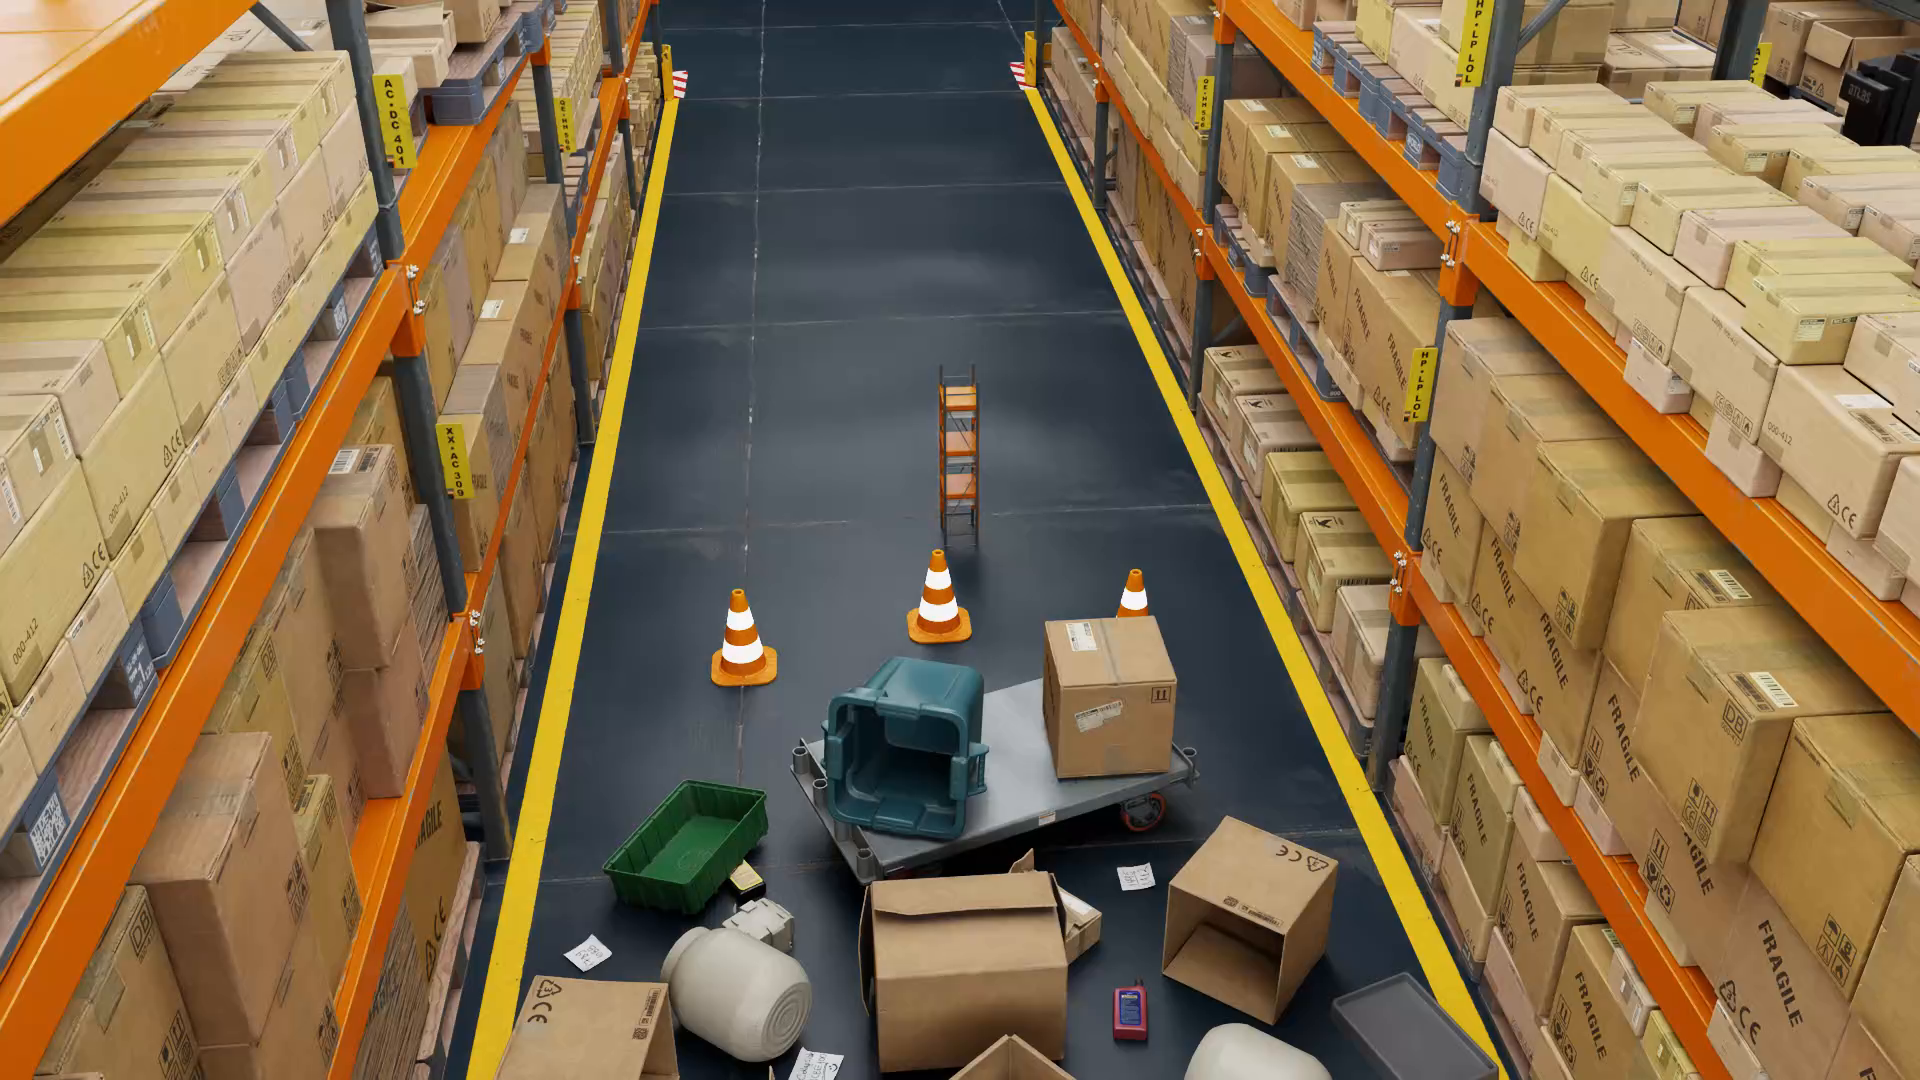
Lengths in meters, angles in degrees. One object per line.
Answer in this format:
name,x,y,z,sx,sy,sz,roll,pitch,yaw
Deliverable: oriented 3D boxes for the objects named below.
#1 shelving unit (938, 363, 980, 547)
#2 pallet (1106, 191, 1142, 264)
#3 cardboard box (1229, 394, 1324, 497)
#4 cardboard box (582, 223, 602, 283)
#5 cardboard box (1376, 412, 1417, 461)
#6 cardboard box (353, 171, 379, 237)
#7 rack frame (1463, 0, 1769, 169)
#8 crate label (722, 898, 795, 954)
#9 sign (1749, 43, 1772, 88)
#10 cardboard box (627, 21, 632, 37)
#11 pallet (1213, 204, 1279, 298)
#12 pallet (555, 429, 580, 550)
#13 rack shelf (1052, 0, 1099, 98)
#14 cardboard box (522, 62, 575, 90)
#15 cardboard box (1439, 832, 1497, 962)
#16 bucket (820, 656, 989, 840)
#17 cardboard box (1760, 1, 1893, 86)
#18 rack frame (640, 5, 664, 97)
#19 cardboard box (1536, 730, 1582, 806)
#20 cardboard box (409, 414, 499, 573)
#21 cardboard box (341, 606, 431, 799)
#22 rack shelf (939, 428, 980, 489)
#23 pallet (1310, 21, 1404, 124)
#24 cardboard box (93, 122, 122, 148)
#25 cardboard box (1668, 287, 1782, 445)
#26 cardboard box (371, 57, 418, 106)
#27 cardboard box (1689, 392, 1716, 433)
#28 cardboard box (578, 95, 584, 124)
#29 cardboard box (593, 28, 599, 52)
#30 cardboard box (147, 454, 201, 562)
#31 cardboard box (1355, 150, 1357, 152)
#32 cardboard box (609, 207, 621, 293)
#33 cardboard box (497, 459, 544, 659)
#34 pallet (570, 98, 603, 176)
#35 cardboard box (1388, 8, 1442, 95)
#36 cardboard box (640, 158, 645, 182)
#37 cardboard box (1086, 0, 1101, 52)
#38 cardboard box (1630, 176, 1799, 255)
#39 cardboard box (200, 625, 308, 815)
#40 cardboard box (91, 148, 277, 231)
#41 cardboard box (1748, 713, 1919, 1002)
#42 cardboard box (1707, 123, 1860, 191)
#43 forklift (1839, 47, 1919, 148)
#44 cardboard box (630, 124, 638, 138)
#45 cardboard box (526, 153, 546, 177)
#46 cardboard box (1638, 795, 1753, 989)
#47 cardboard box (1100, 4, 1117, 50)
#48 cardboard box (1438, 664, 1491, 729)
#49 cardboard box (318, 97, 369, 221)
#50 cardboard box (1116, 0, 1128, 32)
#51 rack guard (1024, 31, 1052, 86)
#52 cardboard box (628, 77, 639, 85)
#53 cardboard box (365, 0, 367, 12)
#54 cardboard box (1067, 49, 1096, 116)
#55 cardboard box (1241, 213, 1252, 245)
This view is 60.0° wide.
shelving unit,-0.005,-0.478,9.527,0.215,1.050,0.252,-3,31,-5
pallet,1.820,-2.655,13.990,1.003,0.211,1.213,-3,31,-5
cardboard box,2.166,-0.588,9.962,0.950,0.372,0.625,-3,31,-6
cardboard box,-2.743,-1.964,11.409,0.500,0.250,0.500,-3,31,-5
cardboard box,2.097,-0.480,7.465,0.380,0.149,0.250,-2,31,-4
cardboard box,-2.146,-1.102,5.483,0.380,0.149,0.250,-3,31,-5
rack frame,2.420,-2.734,5.552,1.000,3.000,0.127,-3,31,-5
crate label,-0.841,1.624,6.898,0.250,0.136,0.298,27,40,37
sign,2.960,-1.698,6.239,0.100,0.325,0.005,-3,31,-5
cardboard box,-3.100,-4.540,14.670,0.380,0.149,0.250,-2,31,-4
pallet,2.219,-1.760,9.958,1.213,0.211,1.003,-3,31,-5
pallet,-2.874,-0.309,10.061,1.003,0.211,1.213,-3,31,-5
rack shelf,1.486,-4.955,15.822,1.077,0.370,4.000,-3,31,-5
cardboard box,-2.847,-3.156,11.364,0.380,0.149,0.250,-2,31,-3
cardboard box,2.267,1.428,6.706,0.500,0.250,0.500,-1,31,-2
bucket,-0.191,0.842,7.125,0.726,0.611,0.620,8,22,13
cardboard box,6.558,-3.783,12.651,0.700,0.500,0.500,-3,31,-5
rack frame,-3.620,-5.996,16.864,1.000,3.000,0.127,-3,31,-5
cardboard box,2.240,0.779,5.766,0.380,0.149,0.250,-3,31,-4
cardboard box,-2.280,-0.194,7.052,0.500,0.500,0.500,-2,31,-4
cardboard box,-2.379,0.533,5.786,0.875,0.550,0.550,-3,31,-5
rack shelf,-0.005,-0.469,9.532,0.215,0.259,0.240,-3,31,-5
pallet,2.368,-2.215,7.792,1.213,0.211,1.003,-3,31,-5
cardboard box,-2.778,-1.283,5.008,0.380,0.149,0.250,-3,31,-5
cardboard box,2.329,-0.495,4.585,0.500,0.250,0.500,-2,31,-4
cardboard box,-2.349,-1.814,6.675,0.250,0.149,0.380,-3,31,-5
cardboard box,2.348,-0.379,4.779,0.380,0.149,0.250,-3,31,-4
cardboard box,-2.862,-3.032,11.737,0.380,0.149,0.250,-4,31,-6
cardboard box,-2.987,-3.826,12.776,0.380,0.149,0.250,-3,31,-4
cardboard box,-1.956,-0.065,3.747,0.380,0.149,0.250,-3,31,-5
cardboard box,2.425,-2.069,9.492,0.500,0.500,0.500,-3,31,-5
cardboard box,-2.835,-2.172,12.488,0.500,0.500,0.500,-3,31,-6
cardboard box,-2.733,0.110,8.424,1.050,0.750,0.750,-3,31,-5
pallet,-3.098,-2.838,11.764,1.003,0.211,1.213,-3,31,-5
cardboard box,2.179,-2.112,7.172,0.500,0.250,0.500,-2,31,-4
cardboard box,-2.985,-3.248,14.633,0.380,0.149,0.250,-2,31,-3
cardboard box,1.375,-4.510,14.279,0.500,0.500,0.500,-2,31,-4
cardboard box,2.265,-0.978,5.005,0.380,0.149,0.250,-4,31,-6
cardboard box,-2.361,0.620,4.588,0.875,0.550,0.500,-3,31,-5
cardboard box,-2.052,-0.927,4.411,0.380,0.149,0.250,-3,31,-4
cardboard box,2.489,0.775,4.165,0.700,0.500,0.500,-2,31,-4
cardboard box,2.703,-1.263,5.482,0.380,0.149,0.250,-2,31,-3
forklift,4.877,-0.814,8.255,1.130,2.935,3.031,-3,31,-5
cardboard box,-3.158,-3.766,15.210,0.380,0.149,0.250,-1,31,-2
cardboard box,-2.718,-2.368,10.335,0.380,0.149,0.250,-1,31,-2
cardboard box,2.383,0.938,4.867,0.500,0.500,0.500,-3,31,-5
cardboard box,1.433,-4.155,13.440,0.500,0.250,0.500,-4,31,-6
cardboard box,2.158,0.622,6.691,0.380,0.149,0.250,-2,31,-4
cardboard box,-2.197,-1.205,5.266,0.500,0.250,0.500,-3,31,-5
cardboard box,1.503,-4.218,12.814,0.500,0.500,0.500,-3,31,-5
rack guard,1.297,-5.224,18.009,1.175,0.500,0.348,-3,31,-5
cardboard box,-3.245,-4.283,15.786,0.380,0.149,0.250,-4,31,-6
cardboard box,-2.929,-2.487,7.643,0.500,0.311,0.500,-3,31,-5
cardboard box,1.554,-4.566,16.559,0.875,0.438,0.875,-2,31,-3
cardboard box,1.864,-1.810,9.691,0.380,0.149,0.250,-5,31,-8
